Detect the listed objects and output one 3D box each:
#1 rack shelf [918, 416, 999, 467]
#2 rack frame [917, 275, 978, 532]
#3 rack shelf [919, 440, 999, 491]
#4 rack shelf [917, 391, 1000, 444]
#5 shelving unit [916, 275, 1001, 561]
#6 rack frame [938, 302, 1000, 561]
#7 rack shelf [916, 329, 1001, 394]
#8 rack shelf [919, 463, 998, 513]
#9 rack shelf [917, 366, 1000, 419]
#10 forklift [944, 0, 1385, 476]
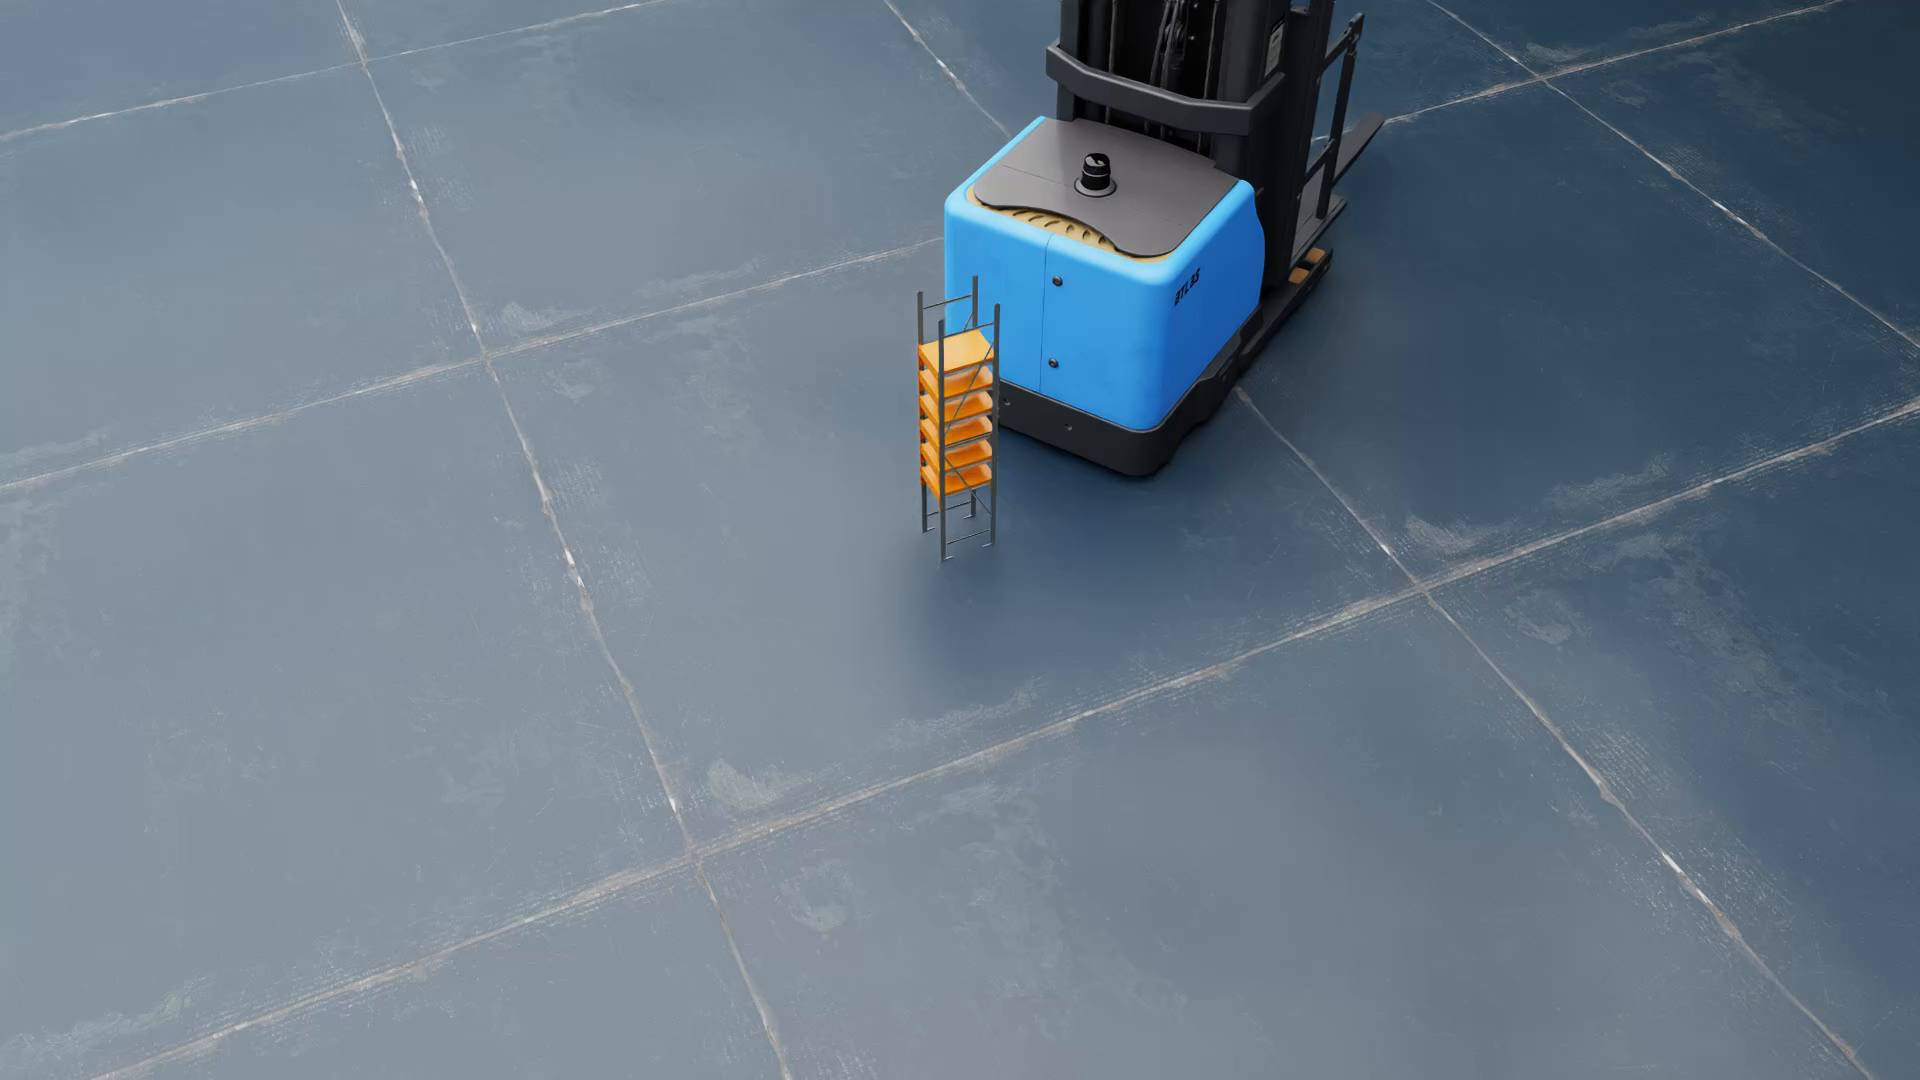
[{"bbox_3d":[-0.006,-0.405,6.369,0.258,0.103,0.180,-18,47,-17],"label":"rack shelf"},{"bbox_3d":[-0.045,-0.495,6.397,0.240,1.200,0.006,-18,47,-17],"label":"rack frame"},{"bbox_3d":[-0.006,-0.319,6.453,0.258,0.103,0.180,-18,47,-17],"label":"rack shelf"},{"bbox_3d":[-0.006,-0.490,6.285,0.258,0.103,0.180,-18,47,-17],"label":"rack shelf"},{"bbox_3d":[-0.006,-0.436,6.338,0.258,1.200,0.189,-18,47,-17],"label":"shelving unit"},{"bbox_3d":[0.032,-0.378,6.279,0.240,1.200,0.006,-18,47,-17],"label":"rack frame"},{"bbox_3d":[-0.006,-0.661,6.116,0.258,0.103,0.180,-18,47,-17],"label":"rack shelf"},{"bbox_3d":[-0.006,-0.234,6.538,0.258,0.103,0.180,-18,47,-17],"label":"rack shelf"},{"bbox_3d":[-0.006,-0.576,6.201,0.258,0.103,0.180,-18,47,-17],"label":"rack shelf"},{"bbox_3d":[1.130,-2.326,7.020,1.130,2.935,3.031,24,49,22],"label":"forklift"}]
